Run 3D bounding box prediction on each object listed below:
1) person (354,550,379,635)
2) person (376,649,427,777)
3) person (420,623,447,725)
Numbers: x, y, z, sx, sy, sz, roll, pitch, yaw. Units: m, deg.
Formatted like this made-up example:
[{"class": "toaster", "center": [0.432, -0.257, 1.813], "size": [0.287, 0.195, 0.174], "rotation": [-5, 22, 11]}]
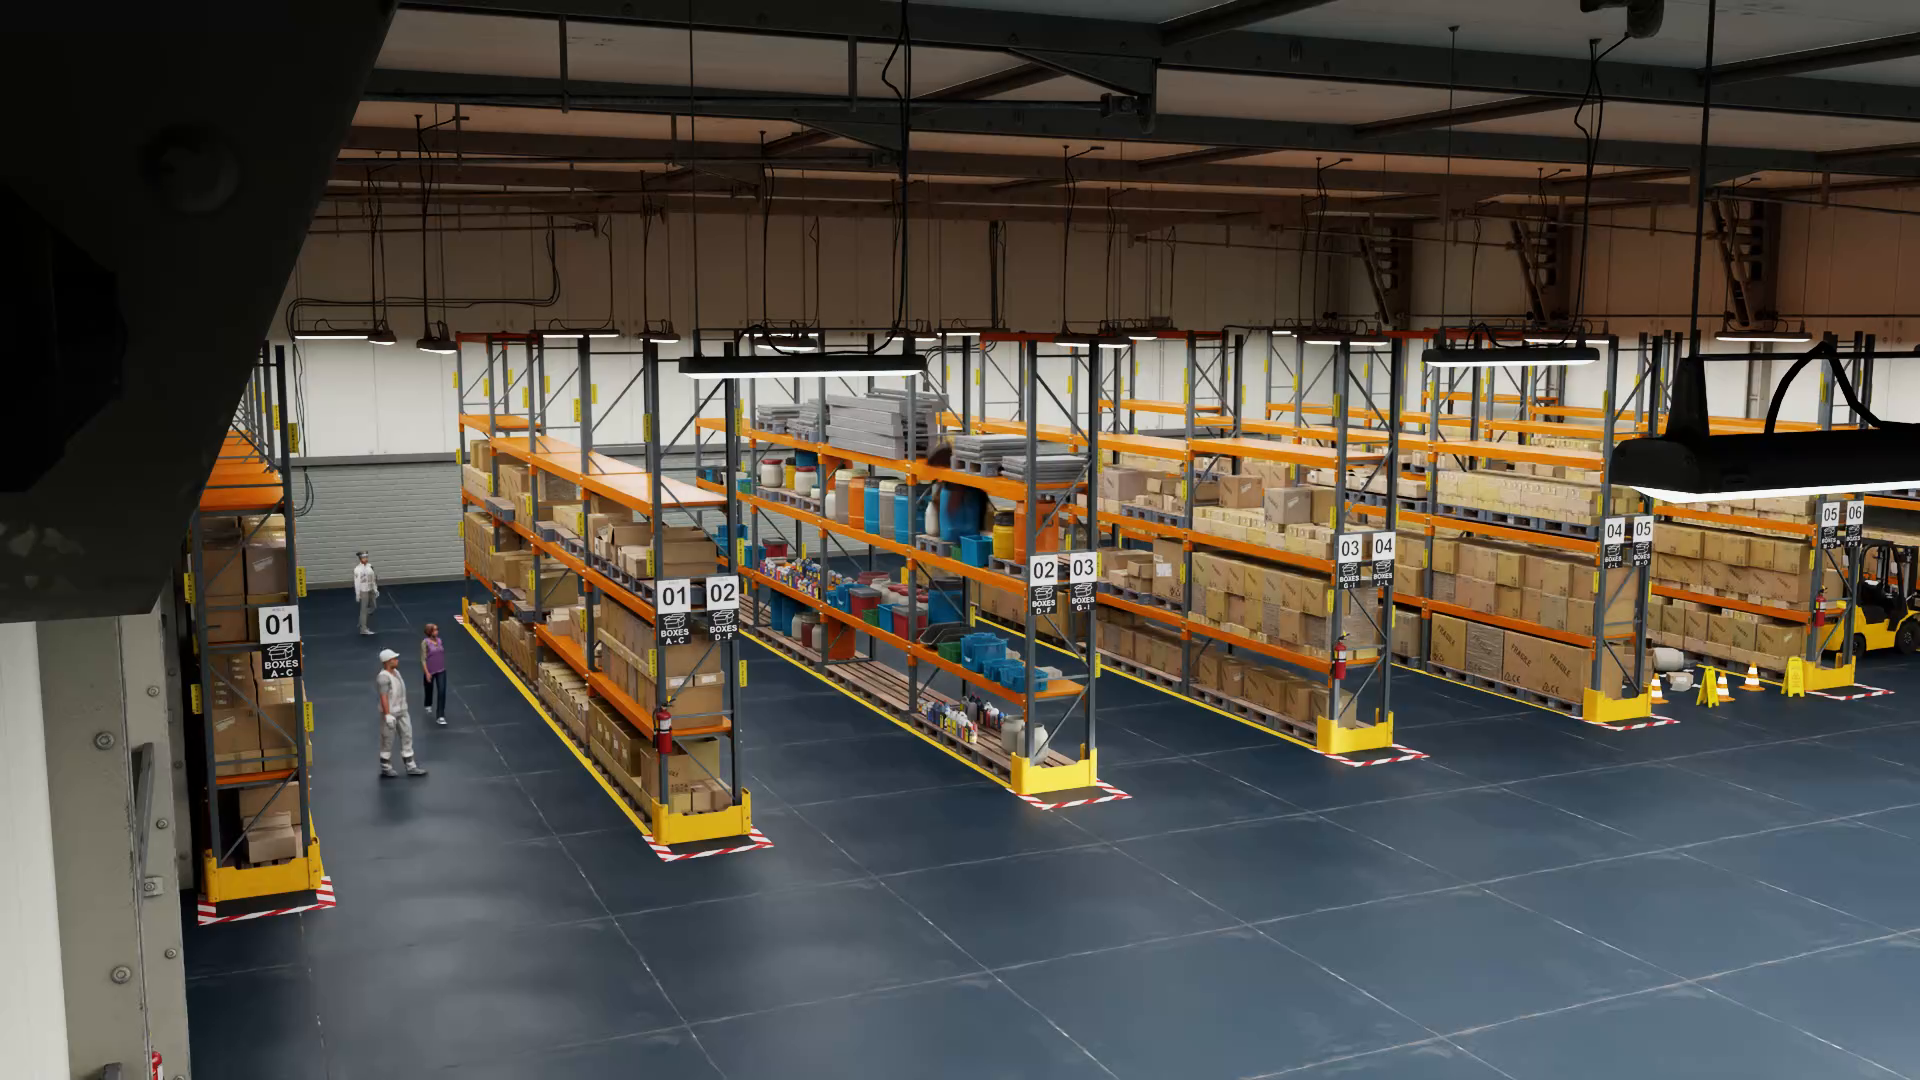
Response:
[{"class": "person", "center": [-11.857, 1.037, 33.131], "size": [0.459, 1.699, 0.491], "rotation": [0, 8, 3]}, {"class": "person", "center": [-7.739, 2.383, 22.867], "size": [0.602, 1.788, 0.557], "rotation": [4, 9, 25]}, {"class": "person", "center": [-8.236, 2.061, 25.985], "size": [0.401, 1.554, 0.792], "rotation": [-4, 9, -27]}]
